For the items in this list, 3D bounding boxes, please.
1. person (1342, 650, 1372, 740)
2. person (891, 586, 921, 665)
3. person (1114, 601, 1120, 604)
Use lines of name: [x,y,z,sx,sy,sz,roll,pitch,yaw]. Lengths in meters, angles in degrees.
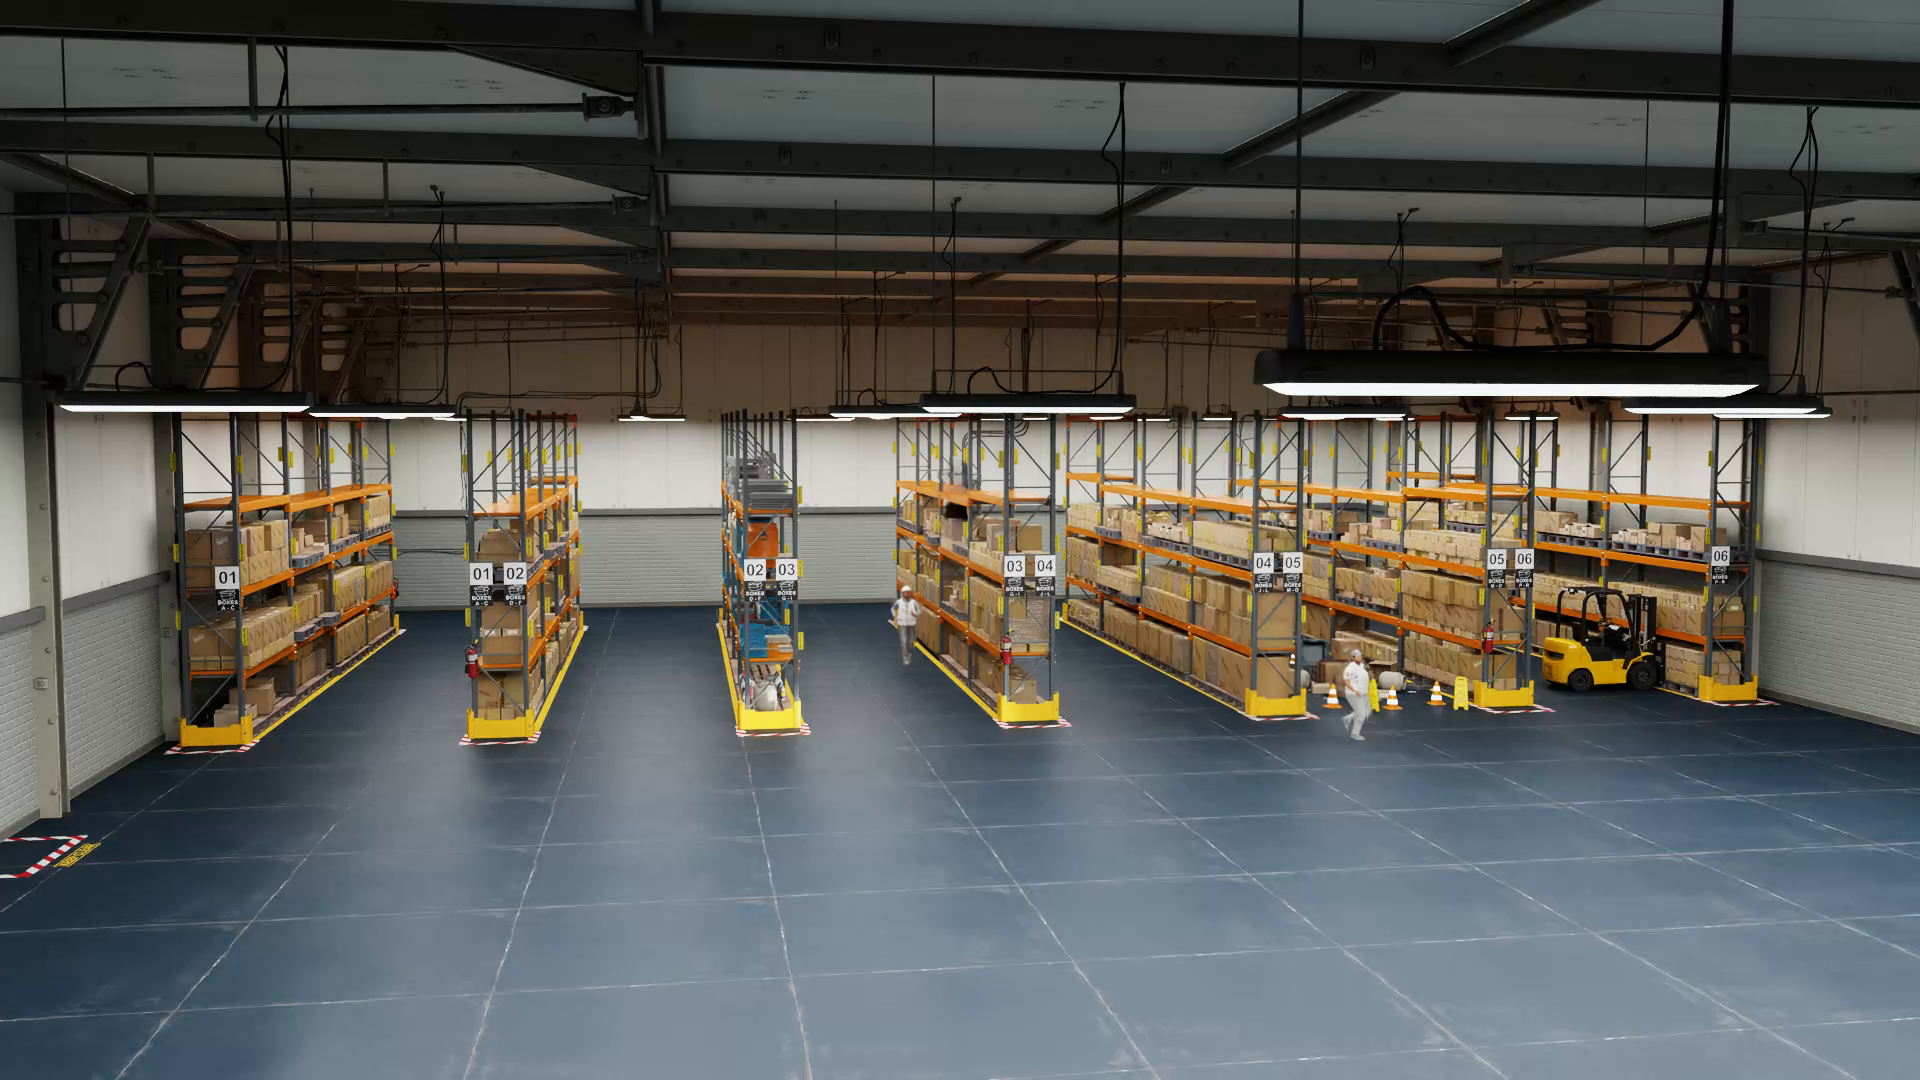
person: [7.197,2.807,30.294,0.523,1.639,0.582,4,6,44]
person: [-1.207,1.935,37.625,0.667,1.790,0.852,-1,4,-9]
person: [4.740,1.488,49.240,0.639,1.630,0.547,-2,5,-31]
